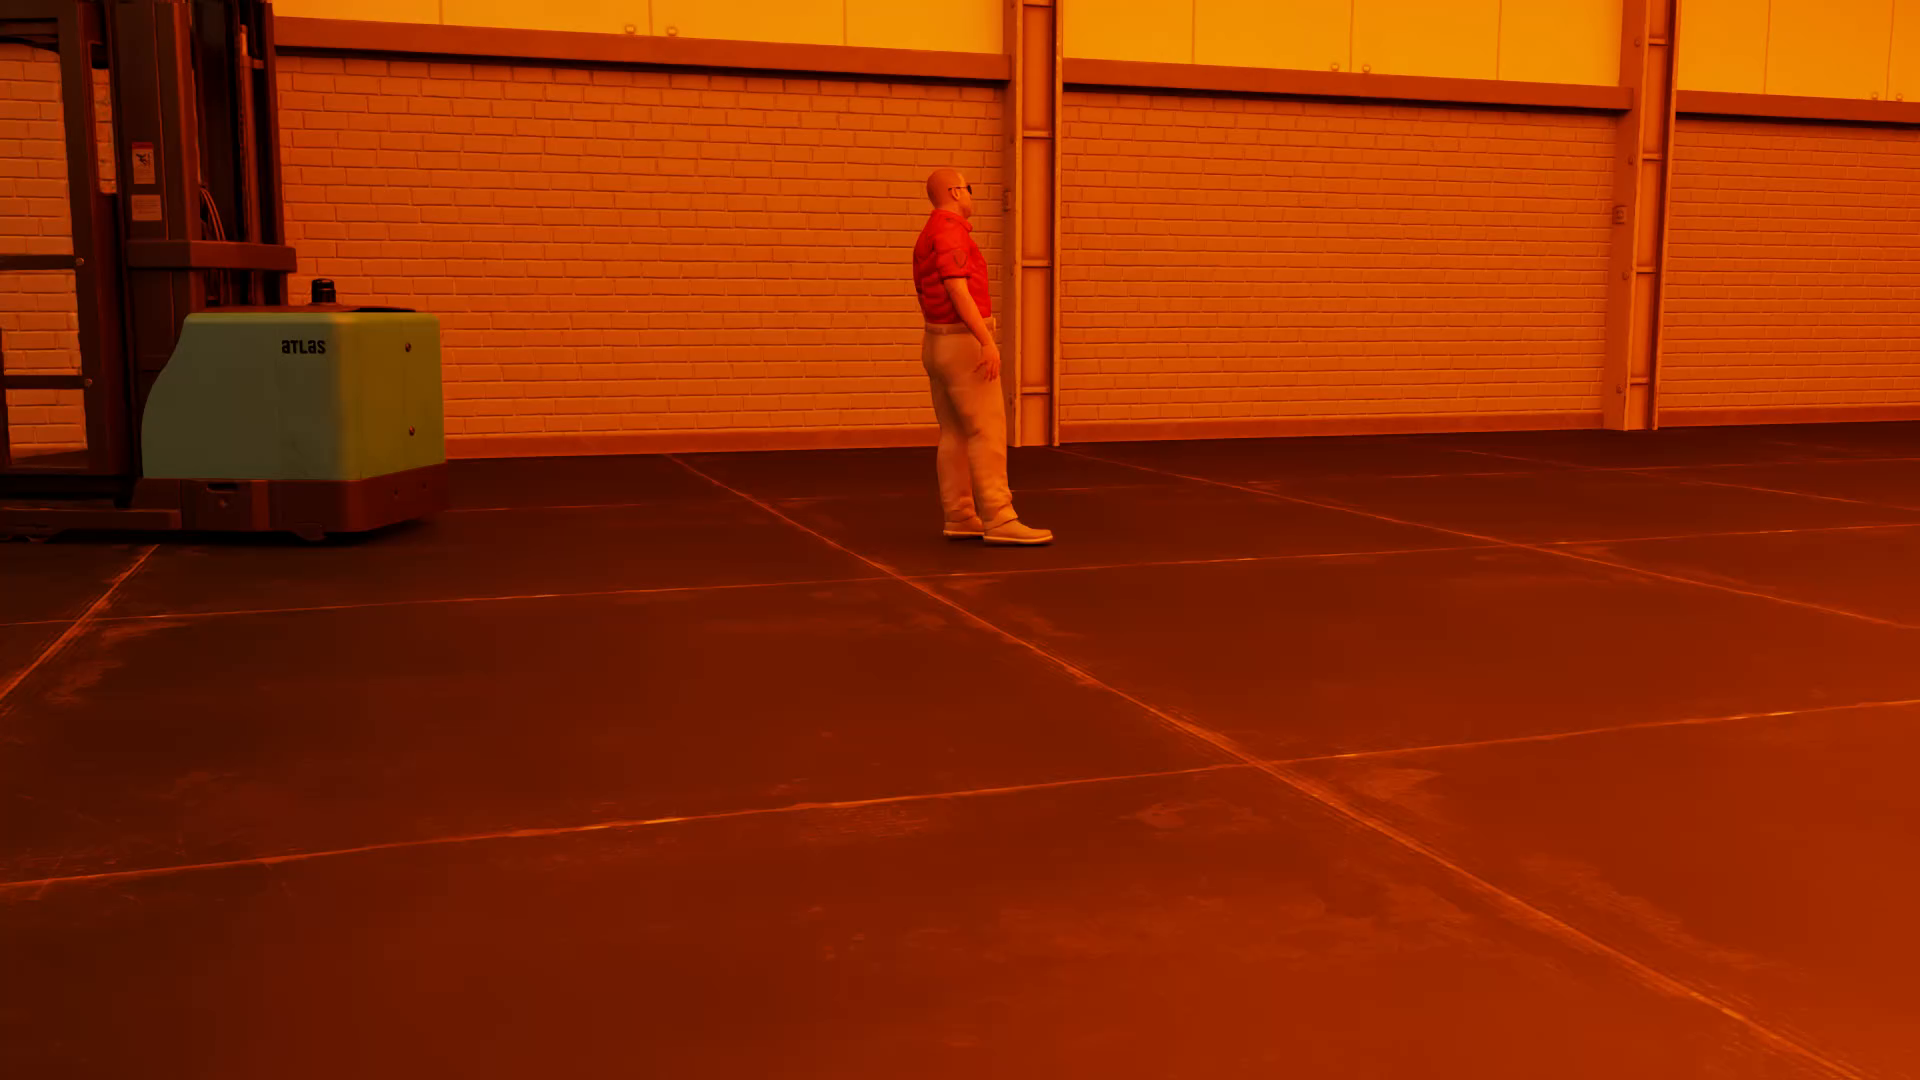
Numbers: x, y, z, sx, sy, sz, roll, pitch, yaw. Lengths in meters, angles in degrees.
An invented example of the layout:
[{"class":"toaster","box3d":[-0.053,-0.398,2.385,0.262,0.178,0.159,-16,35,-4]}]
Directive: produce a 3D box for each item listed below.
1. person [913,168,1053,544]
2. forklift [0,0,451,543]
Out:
[{"class":"person","box3d":[0.089,-0.866,7.823,0.551,1.727,0.640,-3,8,-18]},{"class":"forklift","box3d":[-4.185,-1.509,8.146,3.031,2.935,1.130,1,8,7]}]
